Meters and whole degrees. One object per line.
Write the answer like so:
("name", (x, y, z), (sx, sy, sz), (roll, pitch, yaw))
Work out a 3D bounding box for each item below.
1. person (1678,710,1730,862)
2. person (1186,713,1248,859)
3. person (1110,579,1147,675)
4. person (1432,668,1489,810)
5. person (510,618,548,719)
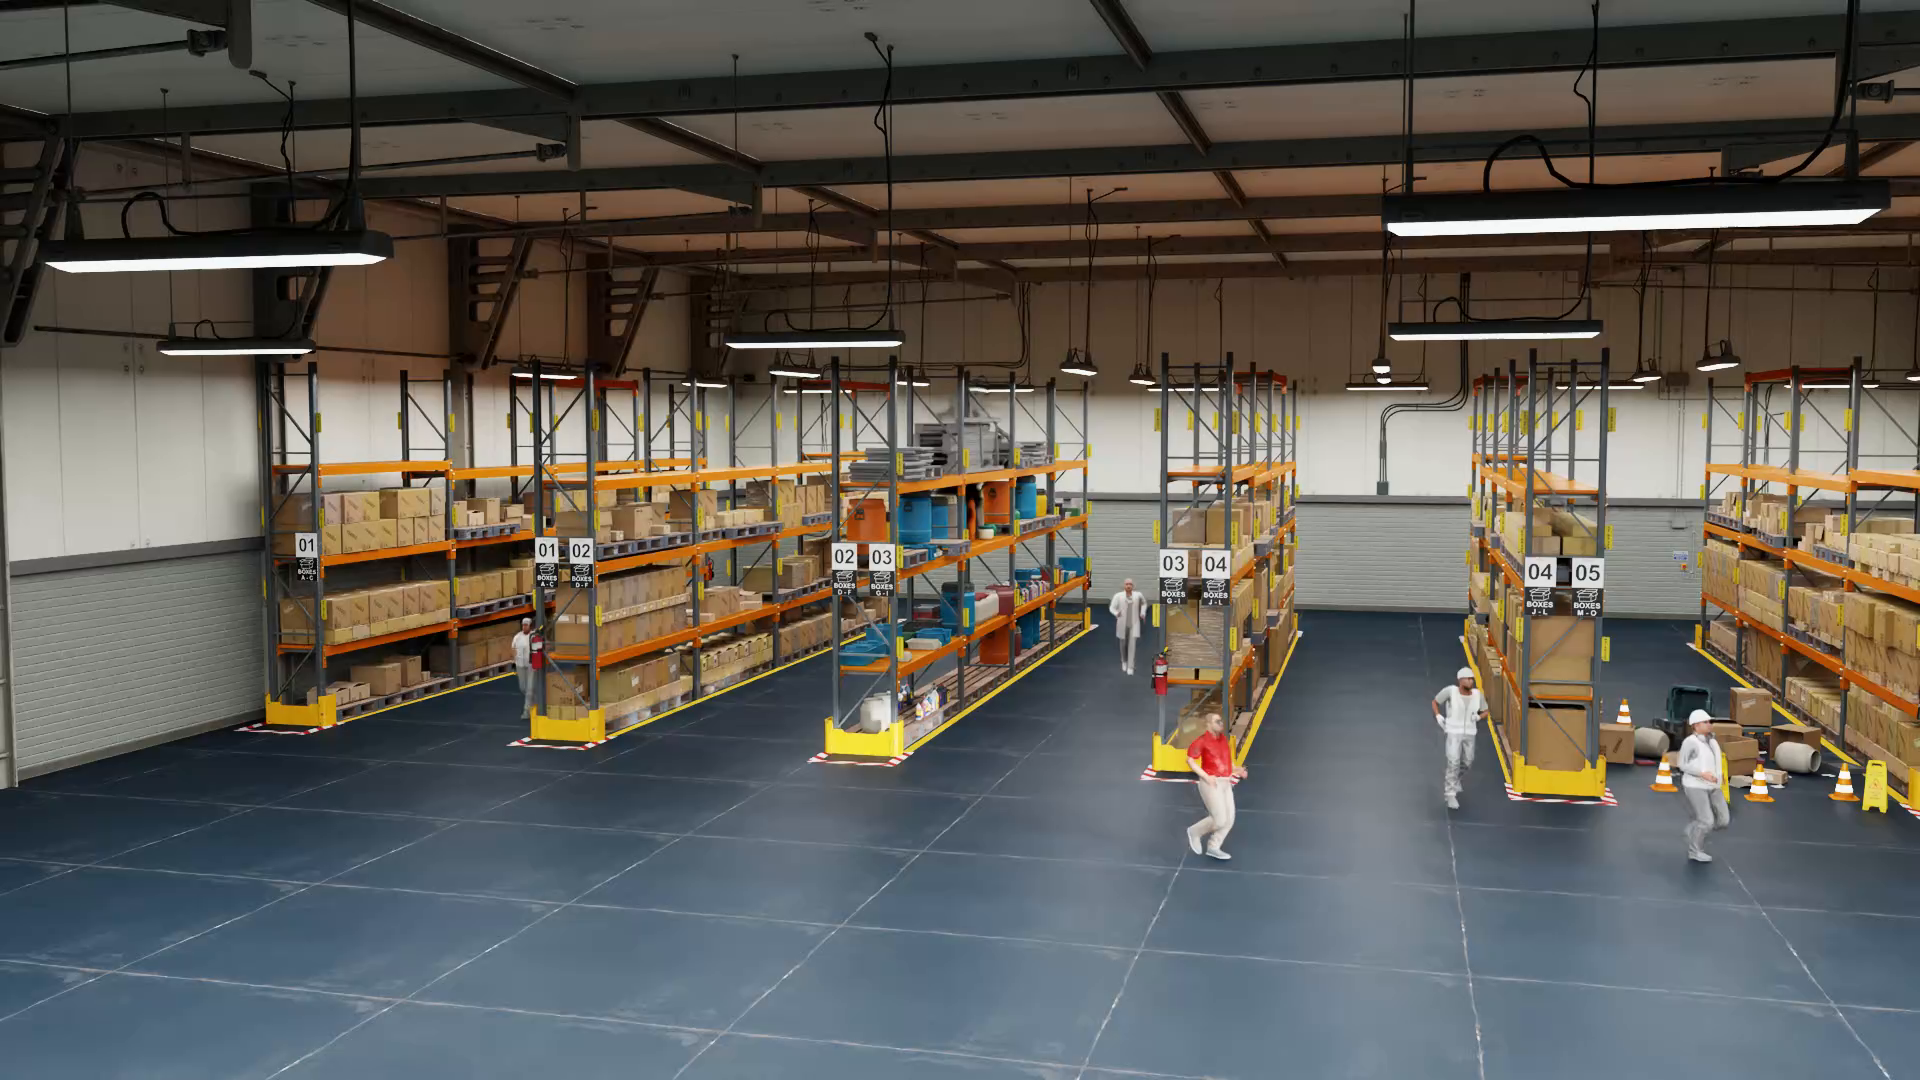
("person", (8.499, 2.802, 18.976), (0.654, 1.723, 0.598), (-2, 5, -28))
("person", (2.940, 2.820, 19.078), (0.619, 1.673, 0.658), (4, 6, 44))
("person", (3.173, 1.623, 31.279), (0.718, 1.793, 0.940), (0, 4, 3))
("person", (6.652, 2.570, 21.981), (0.699, 1.773, 0.999), (0, 4, -5))
("person", (-7.390, 2.160, 28.430), (0.606, 1.666, 0.924), (0, 4, 4))
